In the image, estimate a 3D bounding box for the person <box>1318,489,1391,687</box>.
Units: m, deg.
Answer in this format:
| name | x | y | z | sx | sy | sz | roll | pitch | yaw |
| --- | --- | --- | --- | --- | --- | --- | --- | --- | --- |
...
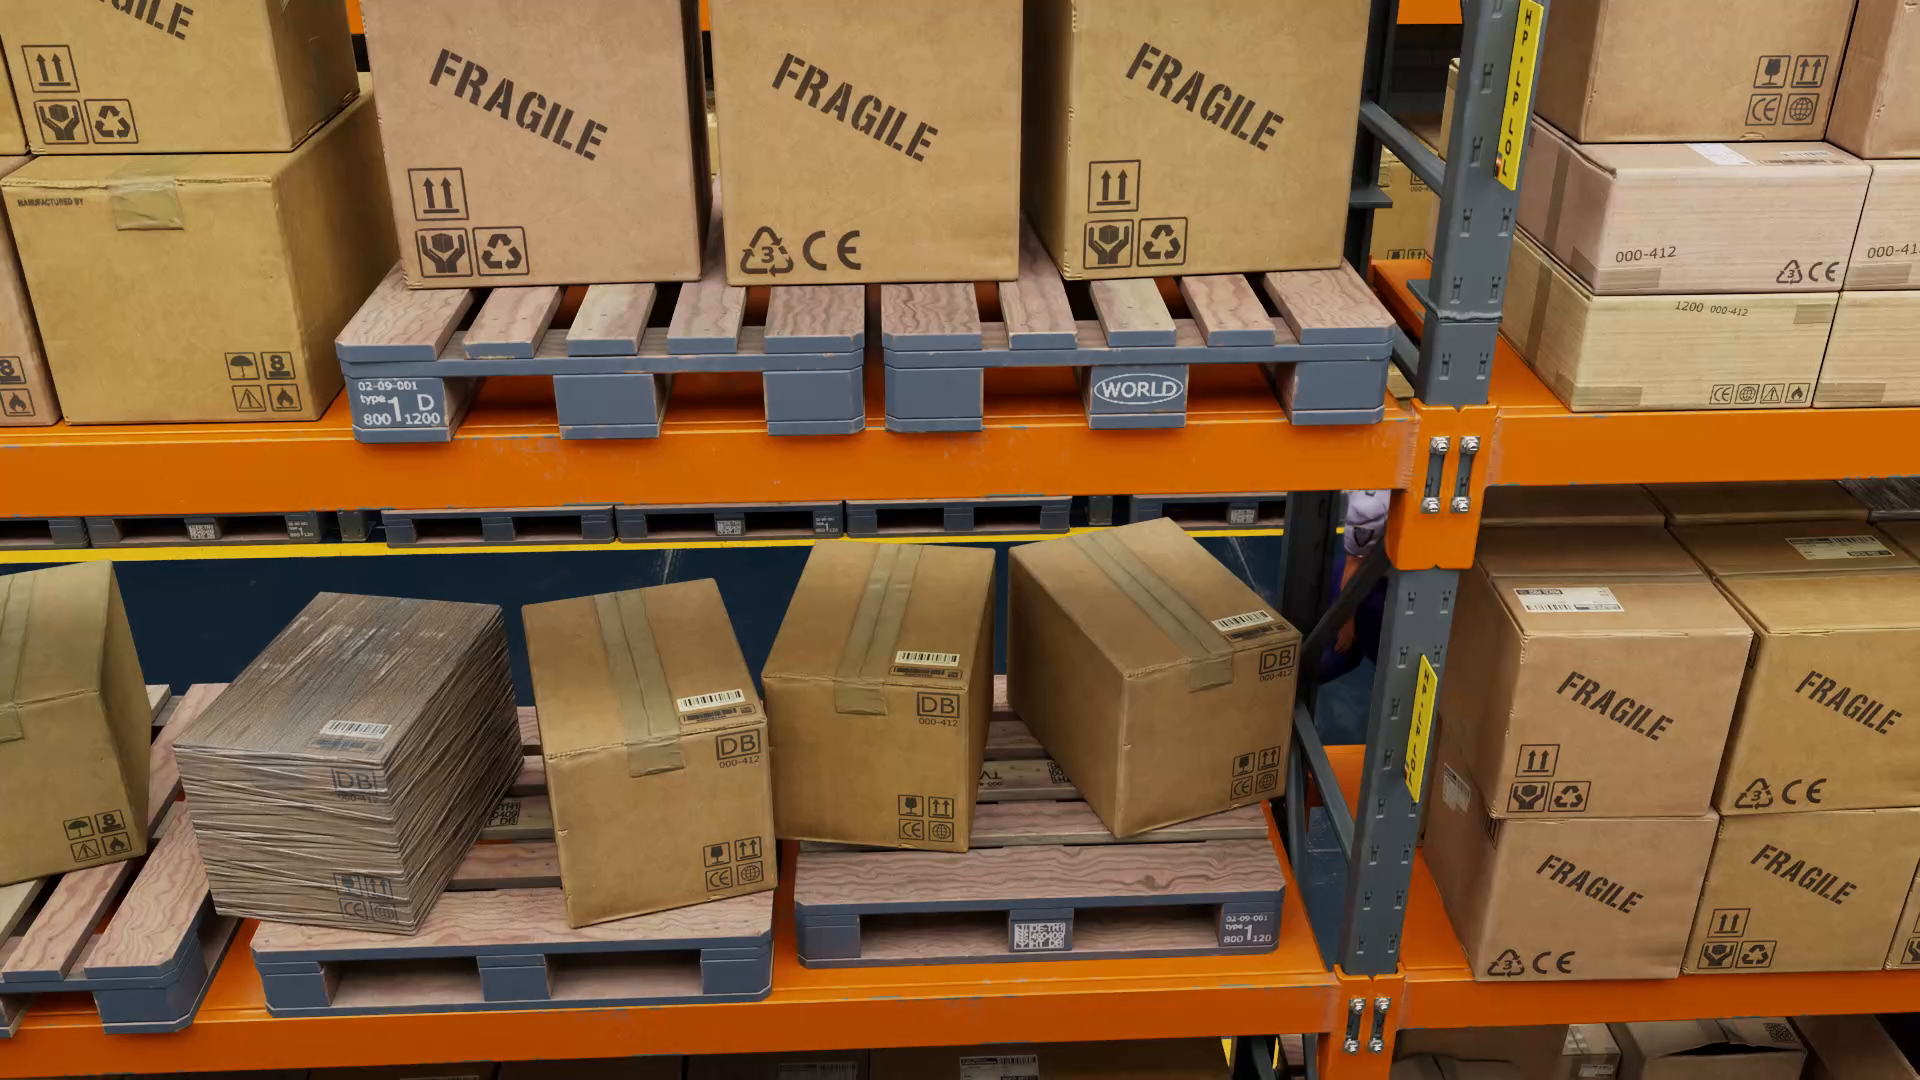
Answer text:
| name | x | y | z | sx | sy | sz | roll | pitch | yaw |
| --- | --- | --- | --- | --- | --- | --- | --- | --- | --- |
| person | 1.647 | 0.205 | 6.733 | 0.941 | 1.600 | 0.488 | 4 | 28 | 8 |
